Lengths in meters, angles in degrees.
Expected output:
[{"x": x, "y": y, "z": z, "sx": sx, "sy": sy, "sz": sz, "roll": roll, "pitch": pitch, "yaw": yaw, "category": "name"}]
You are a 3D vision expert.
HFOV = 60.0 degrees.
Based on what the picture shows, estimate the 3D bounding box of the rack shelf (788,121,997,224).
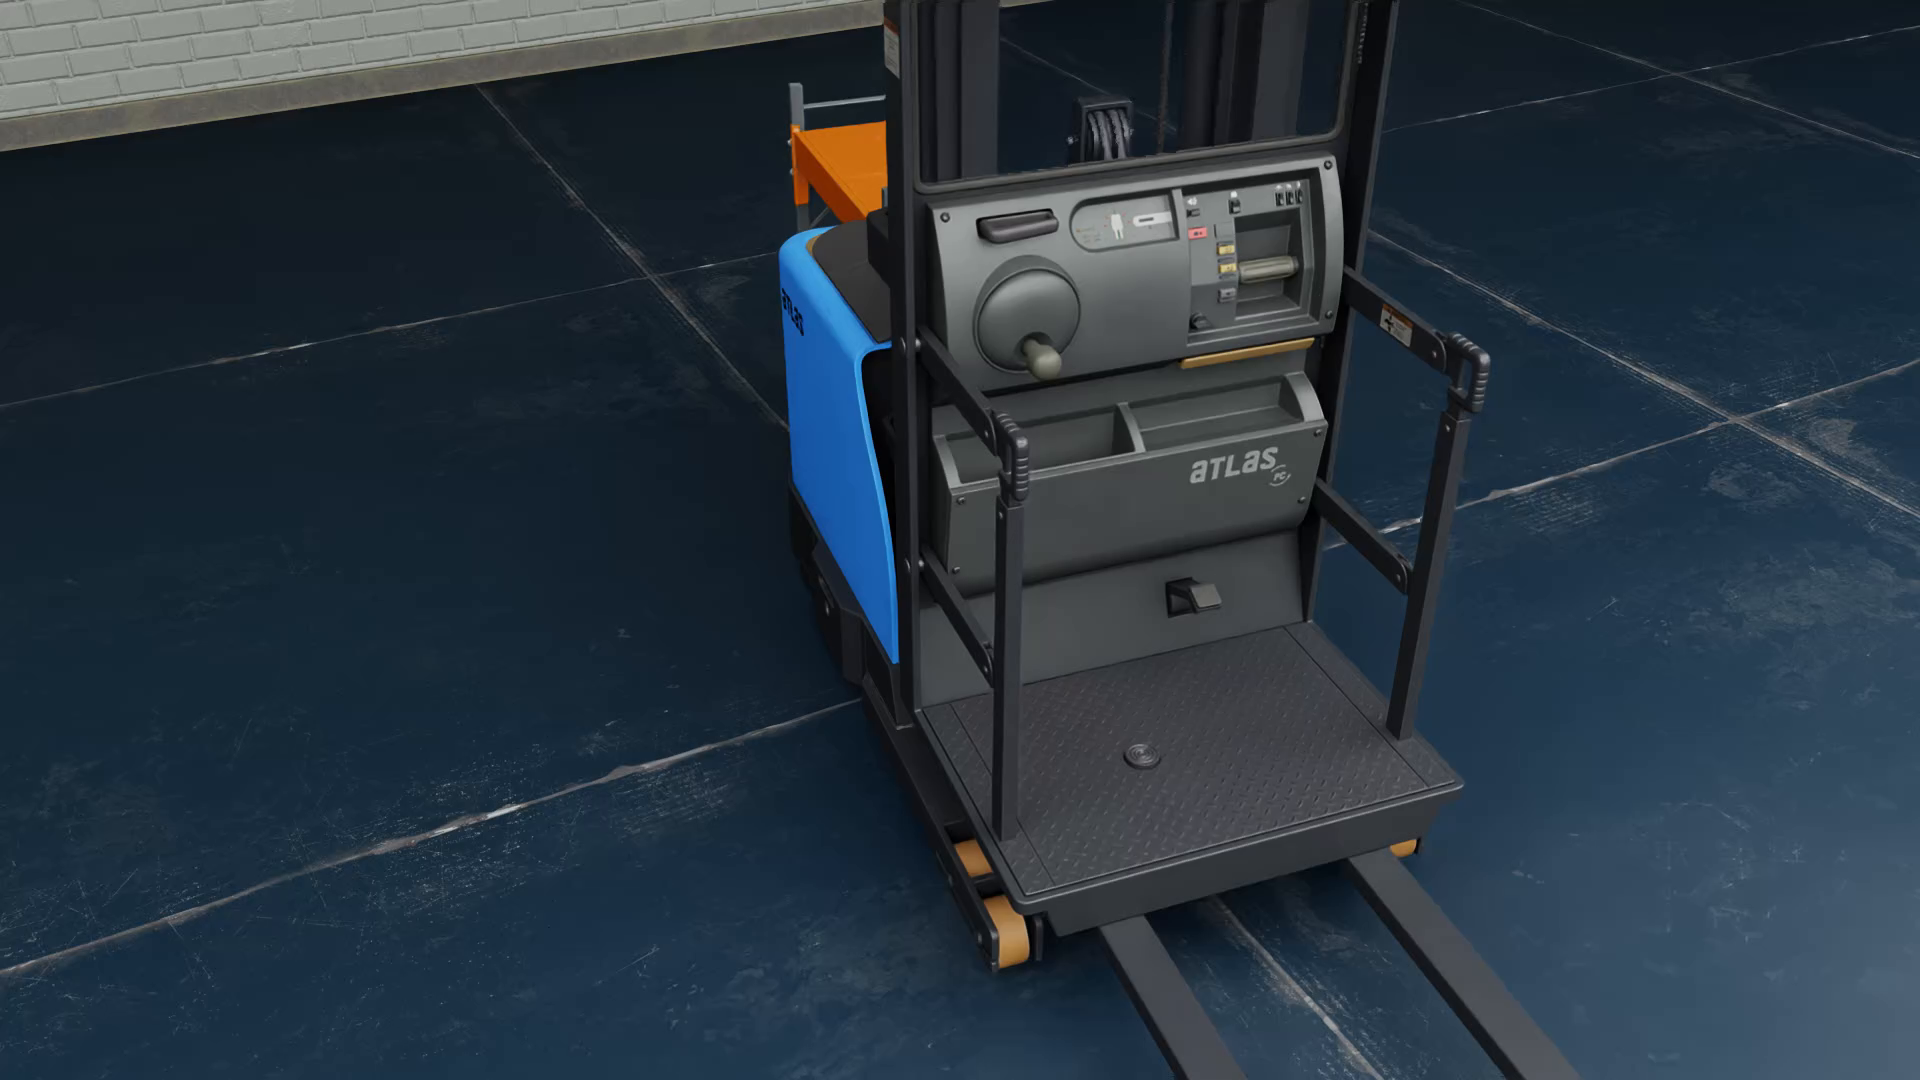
[{"x": -0.159, "y": -1.073, "z": 5.340, "sx": 0.538, "sy": 0.278, "sz": 1.000, "roll": -11, "pitch": 34, "yaw": -17, "category": "rack shelf"}]

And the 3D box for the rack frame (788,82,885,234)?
[{"x": -0.333, "y": -1.084, "z": 5.900, "sx": 0.500, "sy": 1.125, "sz": 0.032, "roll": -11, "pitch": 34, "yaw": -17, "category": "rack frame"}]

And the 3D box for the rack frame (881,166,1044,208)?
[{"x": 0.016, "y": -0.569, "z": 5.095, "sx": 0.500, "sy": 1.125, "sz": 0.032, "roll": -11, "pitch": 34, "yaw": -17, "category": "rack frame"}]

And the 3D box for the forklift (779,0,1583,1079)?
[{"x": 0.467, "y": -0.524, "z": 3.351, "sx": 1.130, "sy": 2.935, "sz": 3.031, "roll": -11, "pitch": 34, "yaw": -17, "category": "forklift"}]

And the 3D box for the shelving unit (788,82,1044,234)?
[{"x": -0.159, "y": -0.827, "z": 5.498, "sx": 0.538, "sy": 1.125, "sz": 1.048, "roll": -11, "pitch": 34, "yaw": -17, "category": "shelving unit"}]
